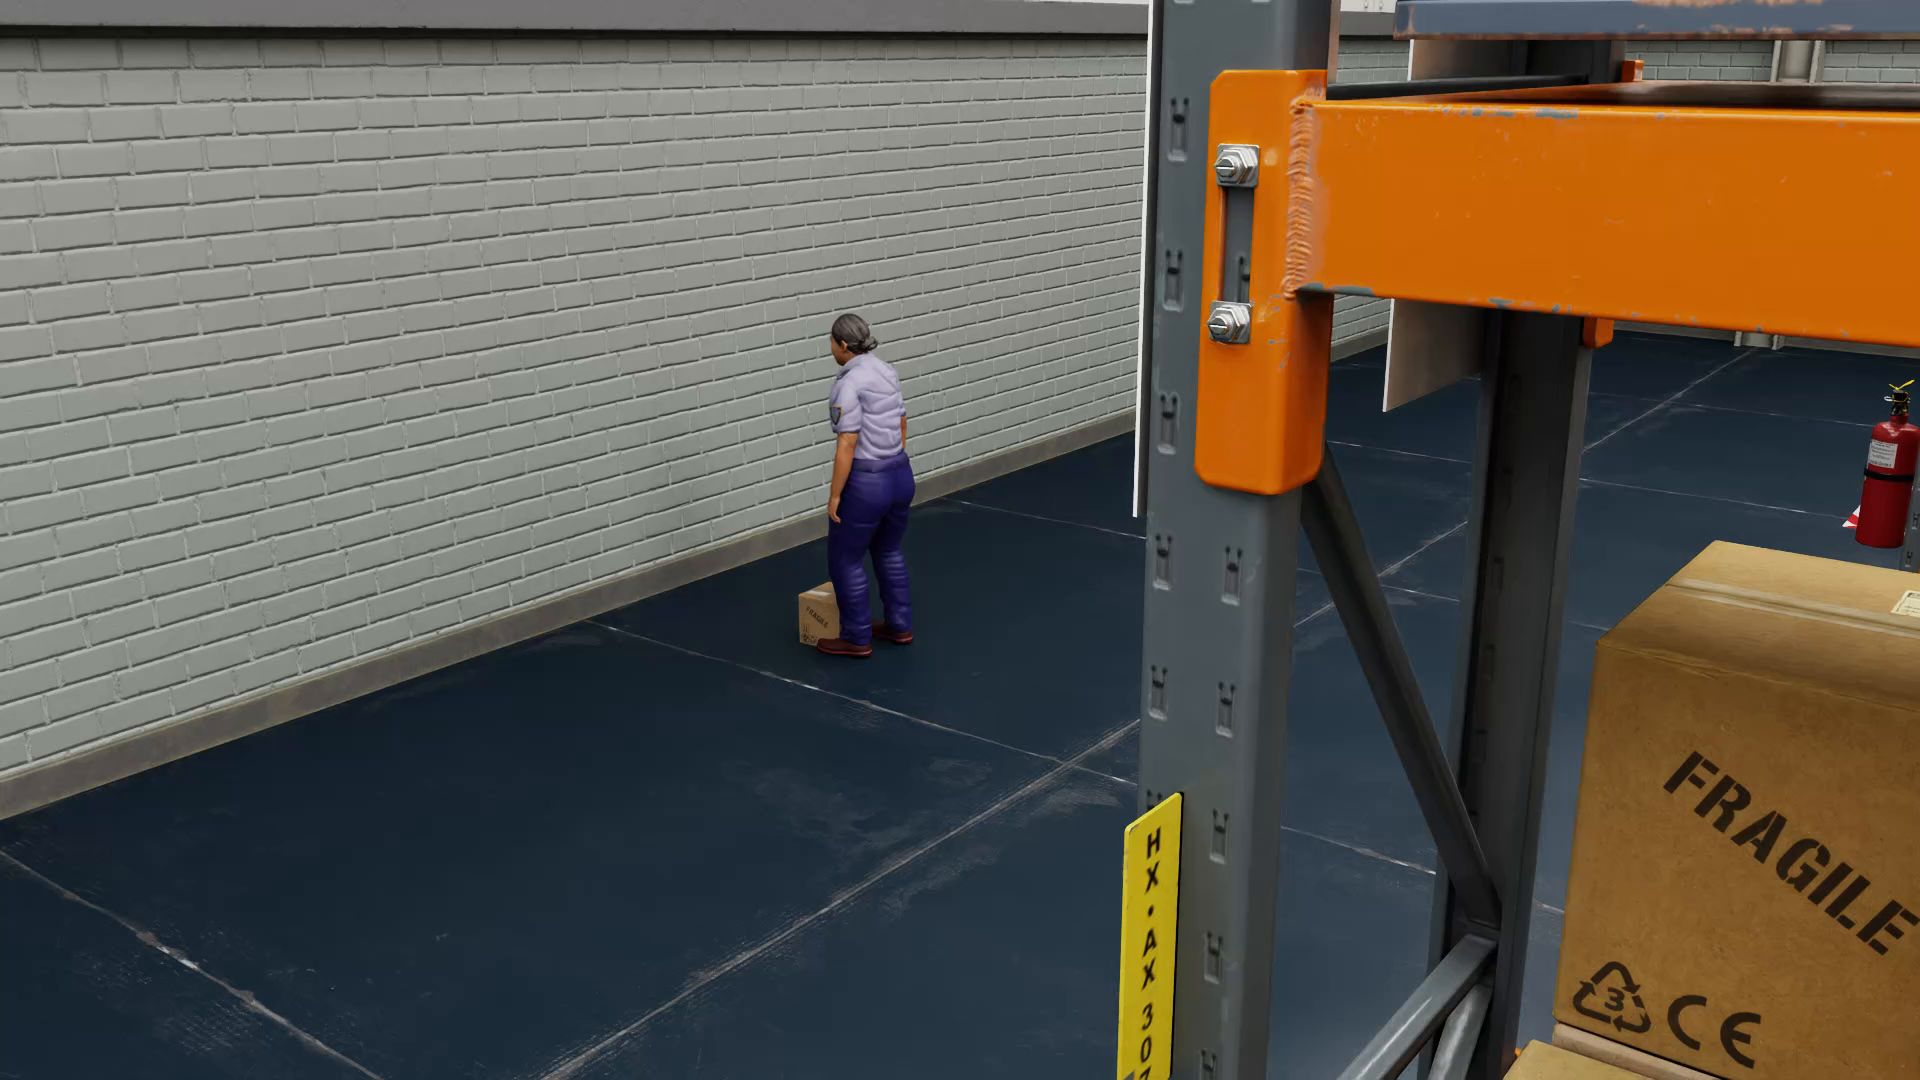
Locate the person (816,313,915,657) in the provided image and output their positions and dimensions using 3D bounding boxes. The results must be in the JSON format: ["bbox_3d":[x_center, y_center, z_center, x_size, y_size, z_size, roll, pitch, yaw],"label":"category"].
[{"bbox_3d":[-0.454,-0.257,7.913,0.426,1.651,0.563,11,20,32],"label":"person"}]
